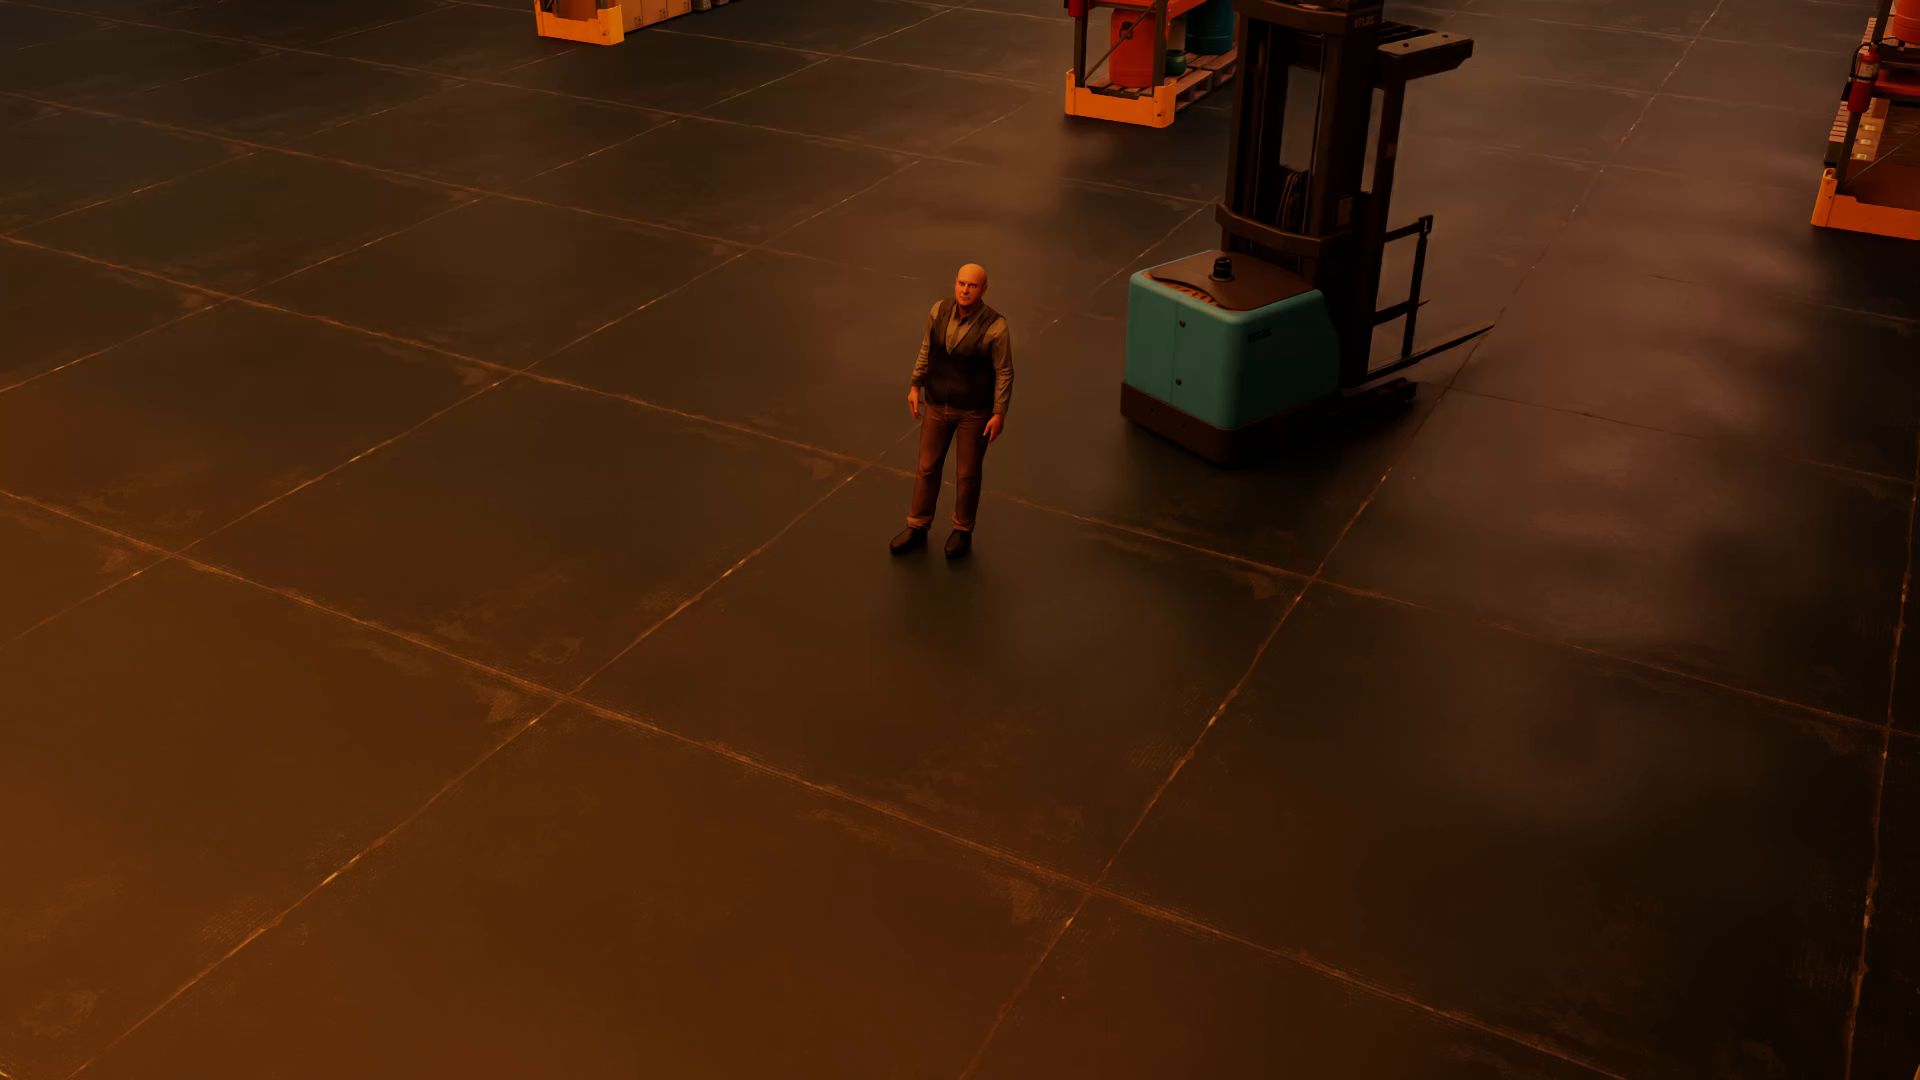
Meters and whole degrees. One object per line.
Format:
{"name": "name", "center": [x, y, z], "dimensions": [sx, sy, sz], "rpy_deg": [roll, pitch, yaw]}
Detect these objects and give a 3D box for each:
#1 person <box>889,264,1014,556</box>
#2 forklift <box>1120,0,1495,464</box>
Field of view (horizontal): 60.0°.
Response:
{"name": "person", "center": [-0.037, -0.726, 9.524], "dimensions": [0.633, 1.722, 0.566], "rpy_deg": [15, 33, 25]}
{"name": "forklift", "center": [2.571, -2.348, 11.139], "dimensions": [3.031, 2.935, 1.130], "rpy_deg": [-21, 36, -32]}
